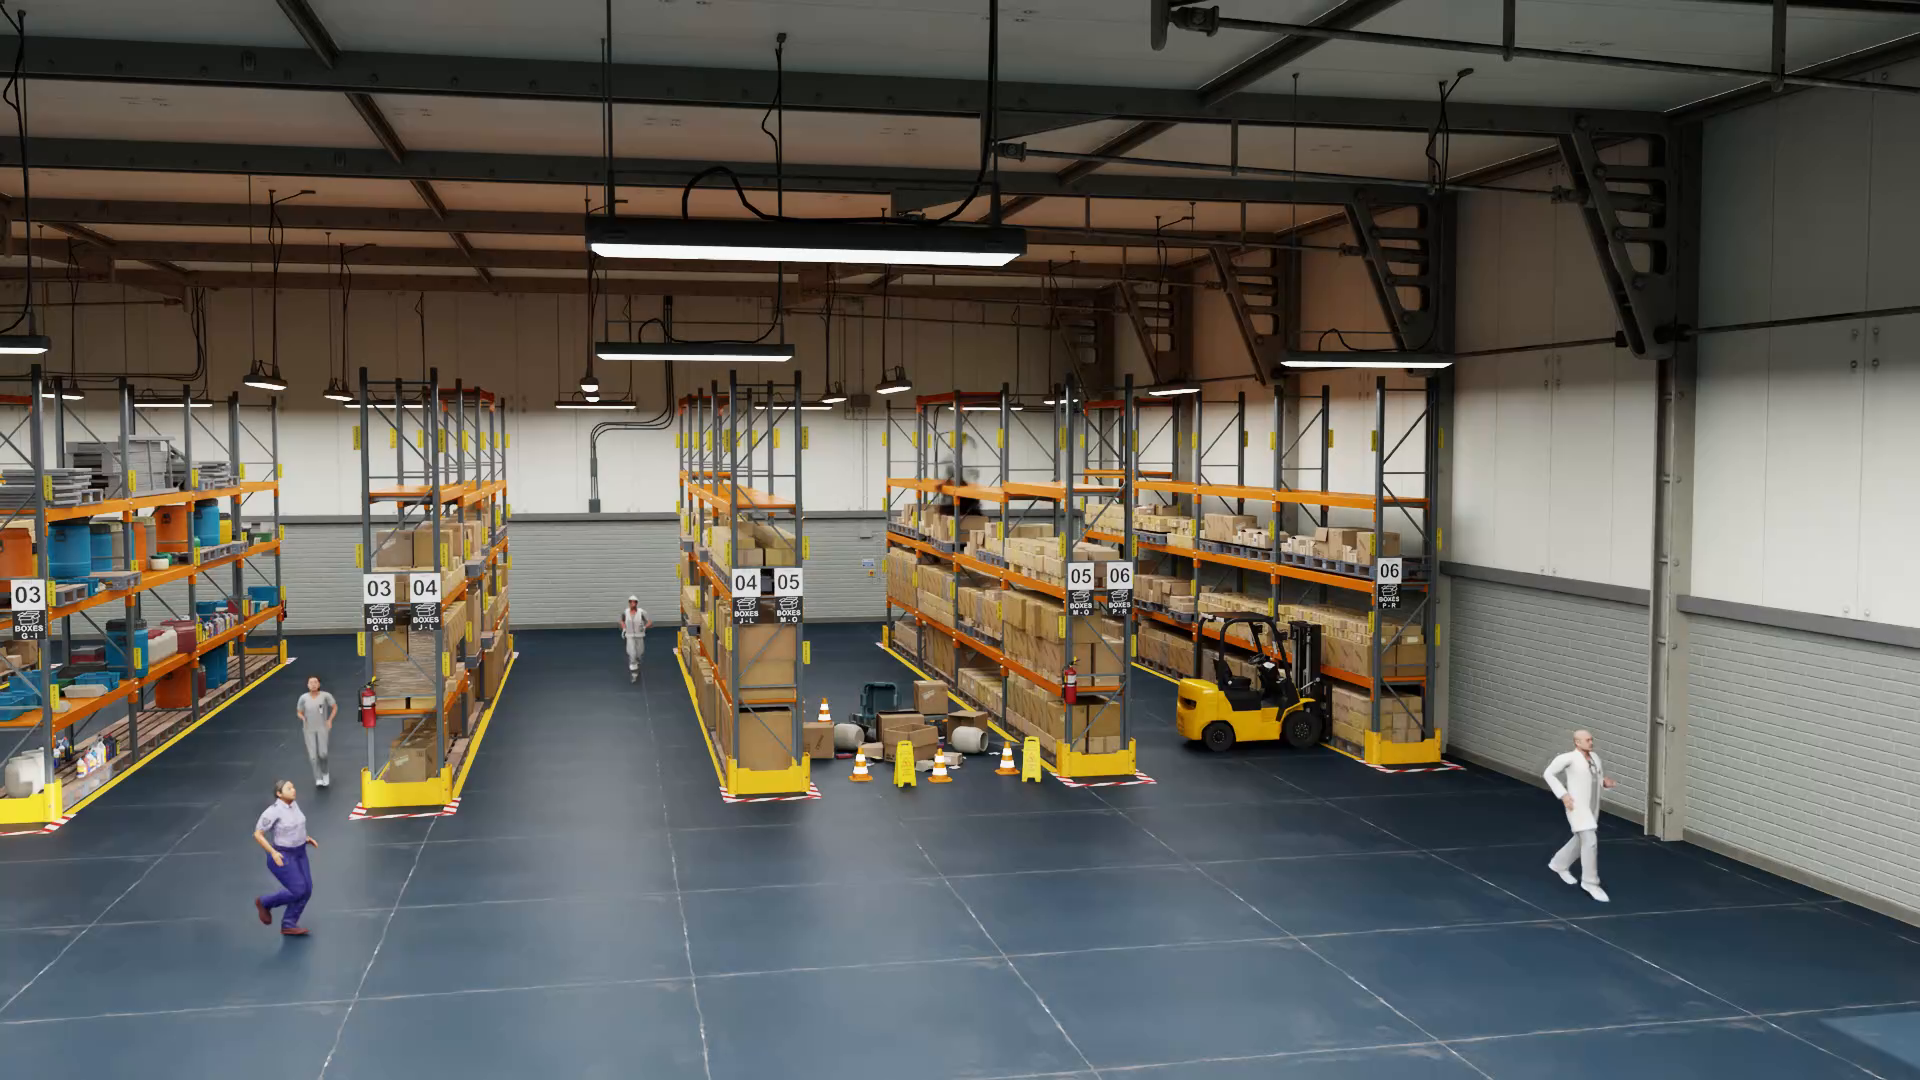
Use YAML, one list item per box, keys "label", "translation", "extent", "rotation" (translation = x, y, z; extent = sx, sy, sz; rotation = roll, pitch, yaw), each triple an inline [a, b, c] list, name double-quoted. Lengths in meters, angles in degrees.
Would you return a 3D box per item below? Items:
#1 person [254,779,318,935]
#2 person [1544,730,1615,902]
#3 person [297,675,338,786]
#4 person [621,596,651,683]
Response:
- label: "person"
  translation: [-6.808, 3.209, 16.838]
  extent: [0.542, 1.591, 0.621]
  rotation: [1, 3, 12]
- label: "person"
  translation: [6.880, 3.009, 18.447]
  extent: [0.694, 1.824, 0.875]
  rotation: [-2, 4, -33]
- label: "person"
  translation: [-9.251, 2.747, 23.911]
  extent: [0.539, 1.627, 0.605]
  rotation: [-1, 4, -14]
- label: "person"
  translation: [-6.765, 2.053, 34.699]
  extent: [0.644, 1.786, 0.867]
  rotation: [0, 3, -6]
